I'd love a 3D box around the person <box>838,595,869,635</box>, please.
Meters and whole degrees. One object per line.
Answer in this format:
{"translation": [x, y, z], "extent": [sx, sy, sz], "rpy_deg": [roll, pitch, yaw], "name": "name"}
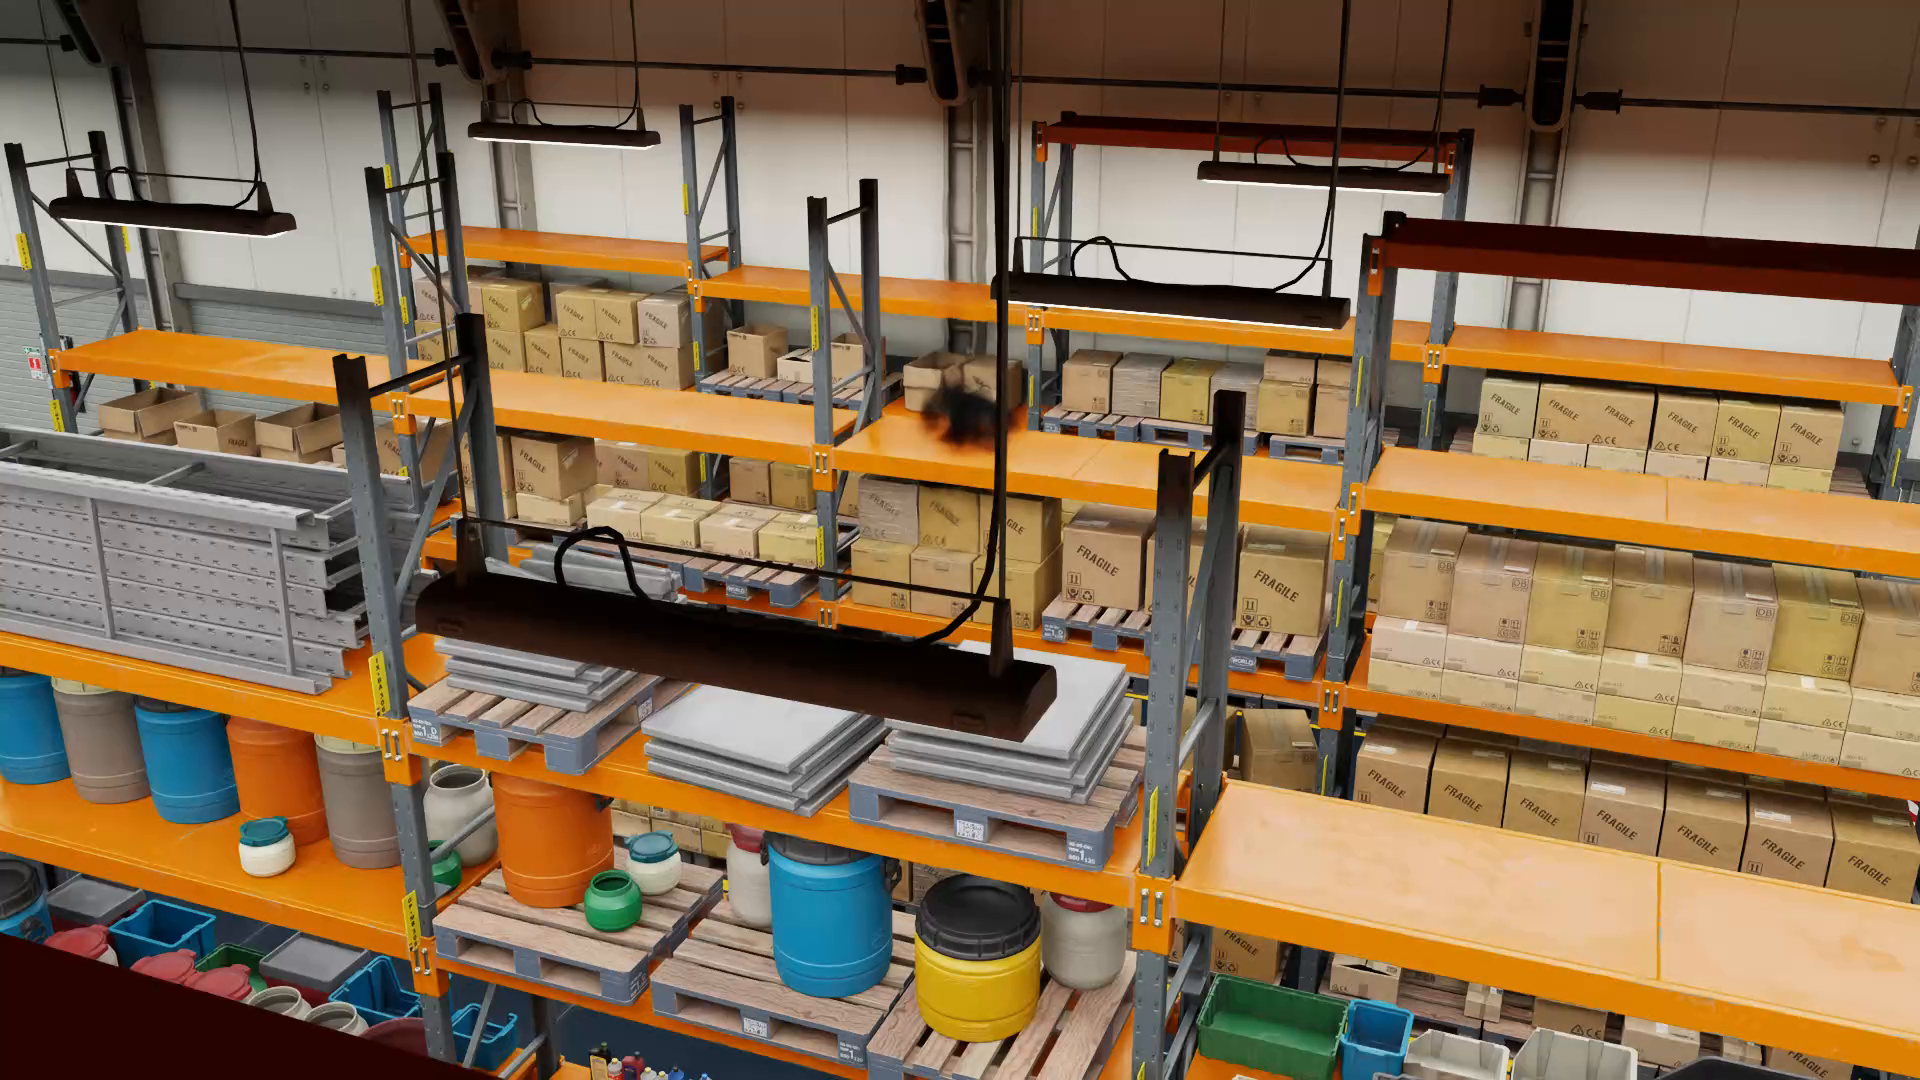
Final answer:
{"translation": [-1.152, 1.331, 15.750], "extent": [0.841, 1.769, 0.638], "rpy_deg": [7, 22, 18], "name": "person"}
